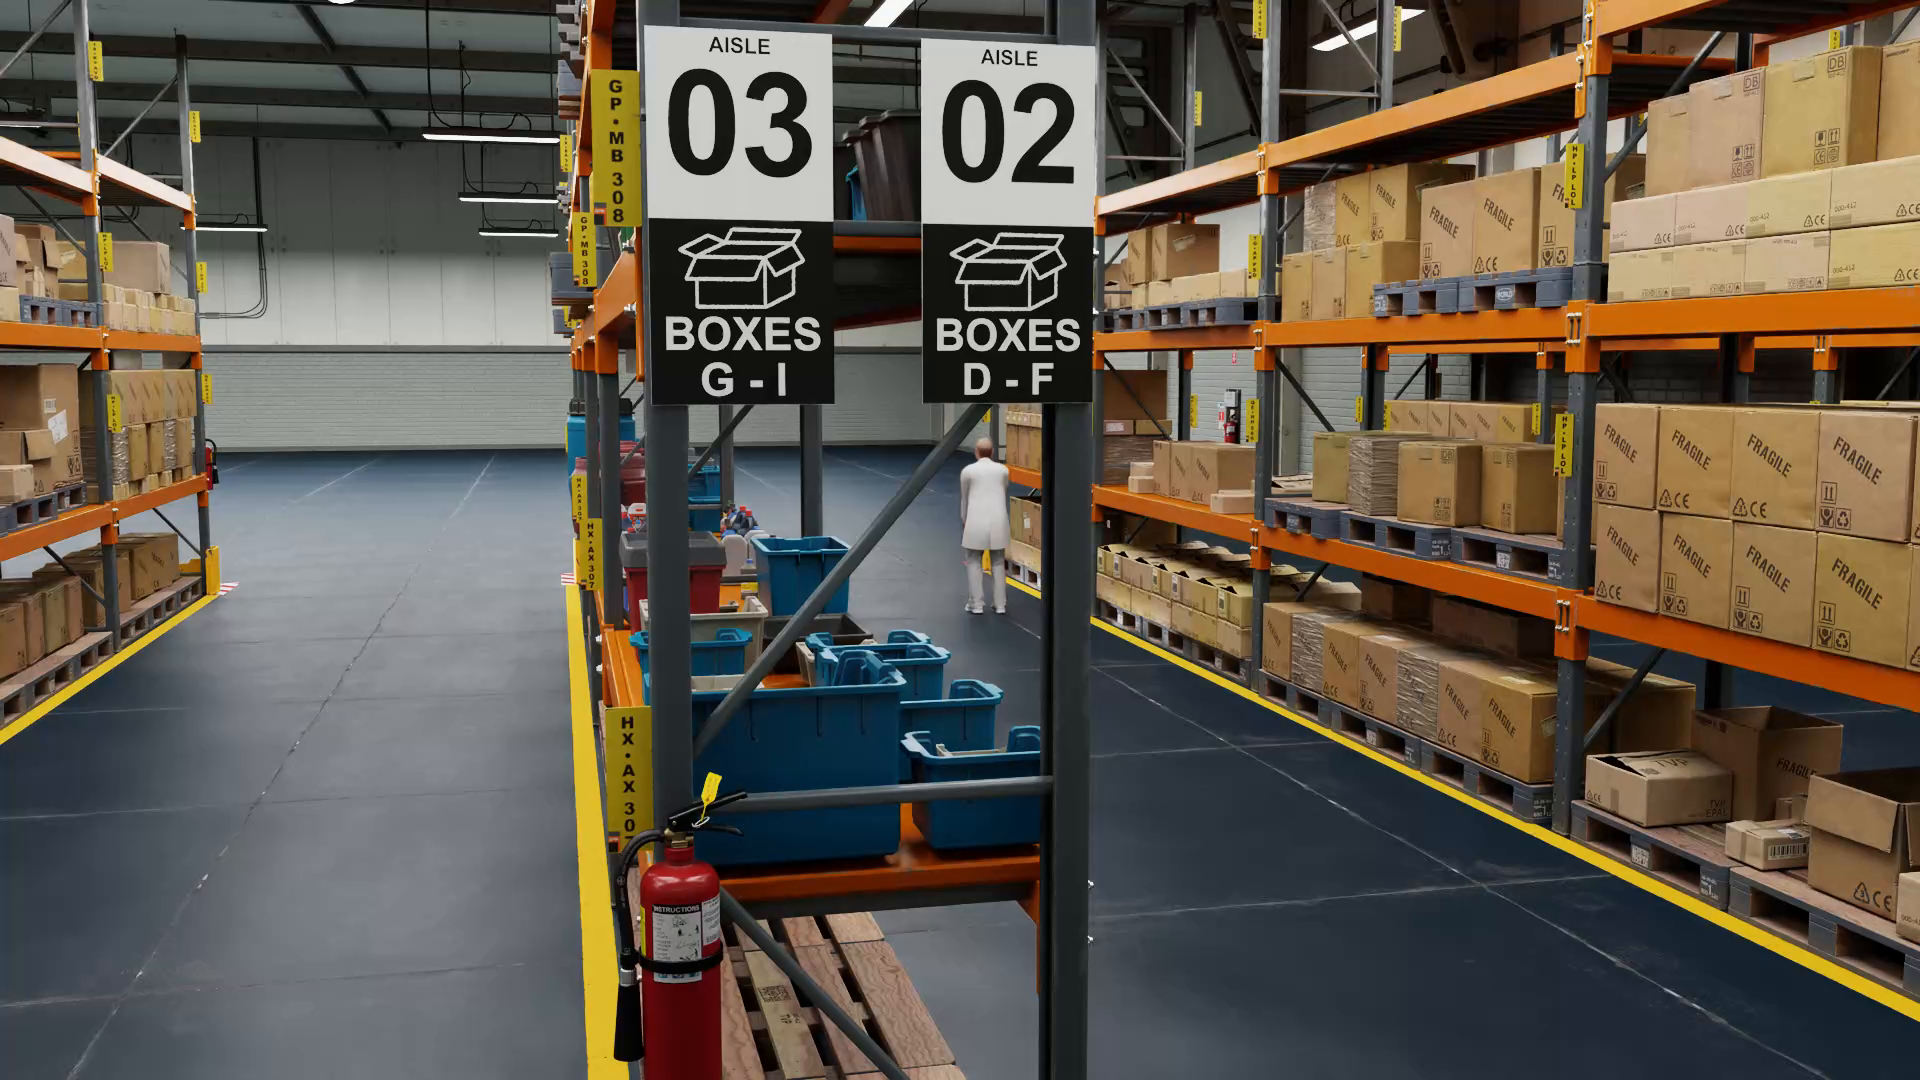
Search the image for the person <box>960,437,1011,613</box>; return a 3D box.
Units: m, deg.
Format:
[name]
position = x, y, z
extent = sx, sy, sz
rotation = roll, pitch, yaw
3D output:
[person]
position = 0.240, -0.153, 16.867
extent = 0.528, 1.780, 0.569
rotation = -1, 6, -14
